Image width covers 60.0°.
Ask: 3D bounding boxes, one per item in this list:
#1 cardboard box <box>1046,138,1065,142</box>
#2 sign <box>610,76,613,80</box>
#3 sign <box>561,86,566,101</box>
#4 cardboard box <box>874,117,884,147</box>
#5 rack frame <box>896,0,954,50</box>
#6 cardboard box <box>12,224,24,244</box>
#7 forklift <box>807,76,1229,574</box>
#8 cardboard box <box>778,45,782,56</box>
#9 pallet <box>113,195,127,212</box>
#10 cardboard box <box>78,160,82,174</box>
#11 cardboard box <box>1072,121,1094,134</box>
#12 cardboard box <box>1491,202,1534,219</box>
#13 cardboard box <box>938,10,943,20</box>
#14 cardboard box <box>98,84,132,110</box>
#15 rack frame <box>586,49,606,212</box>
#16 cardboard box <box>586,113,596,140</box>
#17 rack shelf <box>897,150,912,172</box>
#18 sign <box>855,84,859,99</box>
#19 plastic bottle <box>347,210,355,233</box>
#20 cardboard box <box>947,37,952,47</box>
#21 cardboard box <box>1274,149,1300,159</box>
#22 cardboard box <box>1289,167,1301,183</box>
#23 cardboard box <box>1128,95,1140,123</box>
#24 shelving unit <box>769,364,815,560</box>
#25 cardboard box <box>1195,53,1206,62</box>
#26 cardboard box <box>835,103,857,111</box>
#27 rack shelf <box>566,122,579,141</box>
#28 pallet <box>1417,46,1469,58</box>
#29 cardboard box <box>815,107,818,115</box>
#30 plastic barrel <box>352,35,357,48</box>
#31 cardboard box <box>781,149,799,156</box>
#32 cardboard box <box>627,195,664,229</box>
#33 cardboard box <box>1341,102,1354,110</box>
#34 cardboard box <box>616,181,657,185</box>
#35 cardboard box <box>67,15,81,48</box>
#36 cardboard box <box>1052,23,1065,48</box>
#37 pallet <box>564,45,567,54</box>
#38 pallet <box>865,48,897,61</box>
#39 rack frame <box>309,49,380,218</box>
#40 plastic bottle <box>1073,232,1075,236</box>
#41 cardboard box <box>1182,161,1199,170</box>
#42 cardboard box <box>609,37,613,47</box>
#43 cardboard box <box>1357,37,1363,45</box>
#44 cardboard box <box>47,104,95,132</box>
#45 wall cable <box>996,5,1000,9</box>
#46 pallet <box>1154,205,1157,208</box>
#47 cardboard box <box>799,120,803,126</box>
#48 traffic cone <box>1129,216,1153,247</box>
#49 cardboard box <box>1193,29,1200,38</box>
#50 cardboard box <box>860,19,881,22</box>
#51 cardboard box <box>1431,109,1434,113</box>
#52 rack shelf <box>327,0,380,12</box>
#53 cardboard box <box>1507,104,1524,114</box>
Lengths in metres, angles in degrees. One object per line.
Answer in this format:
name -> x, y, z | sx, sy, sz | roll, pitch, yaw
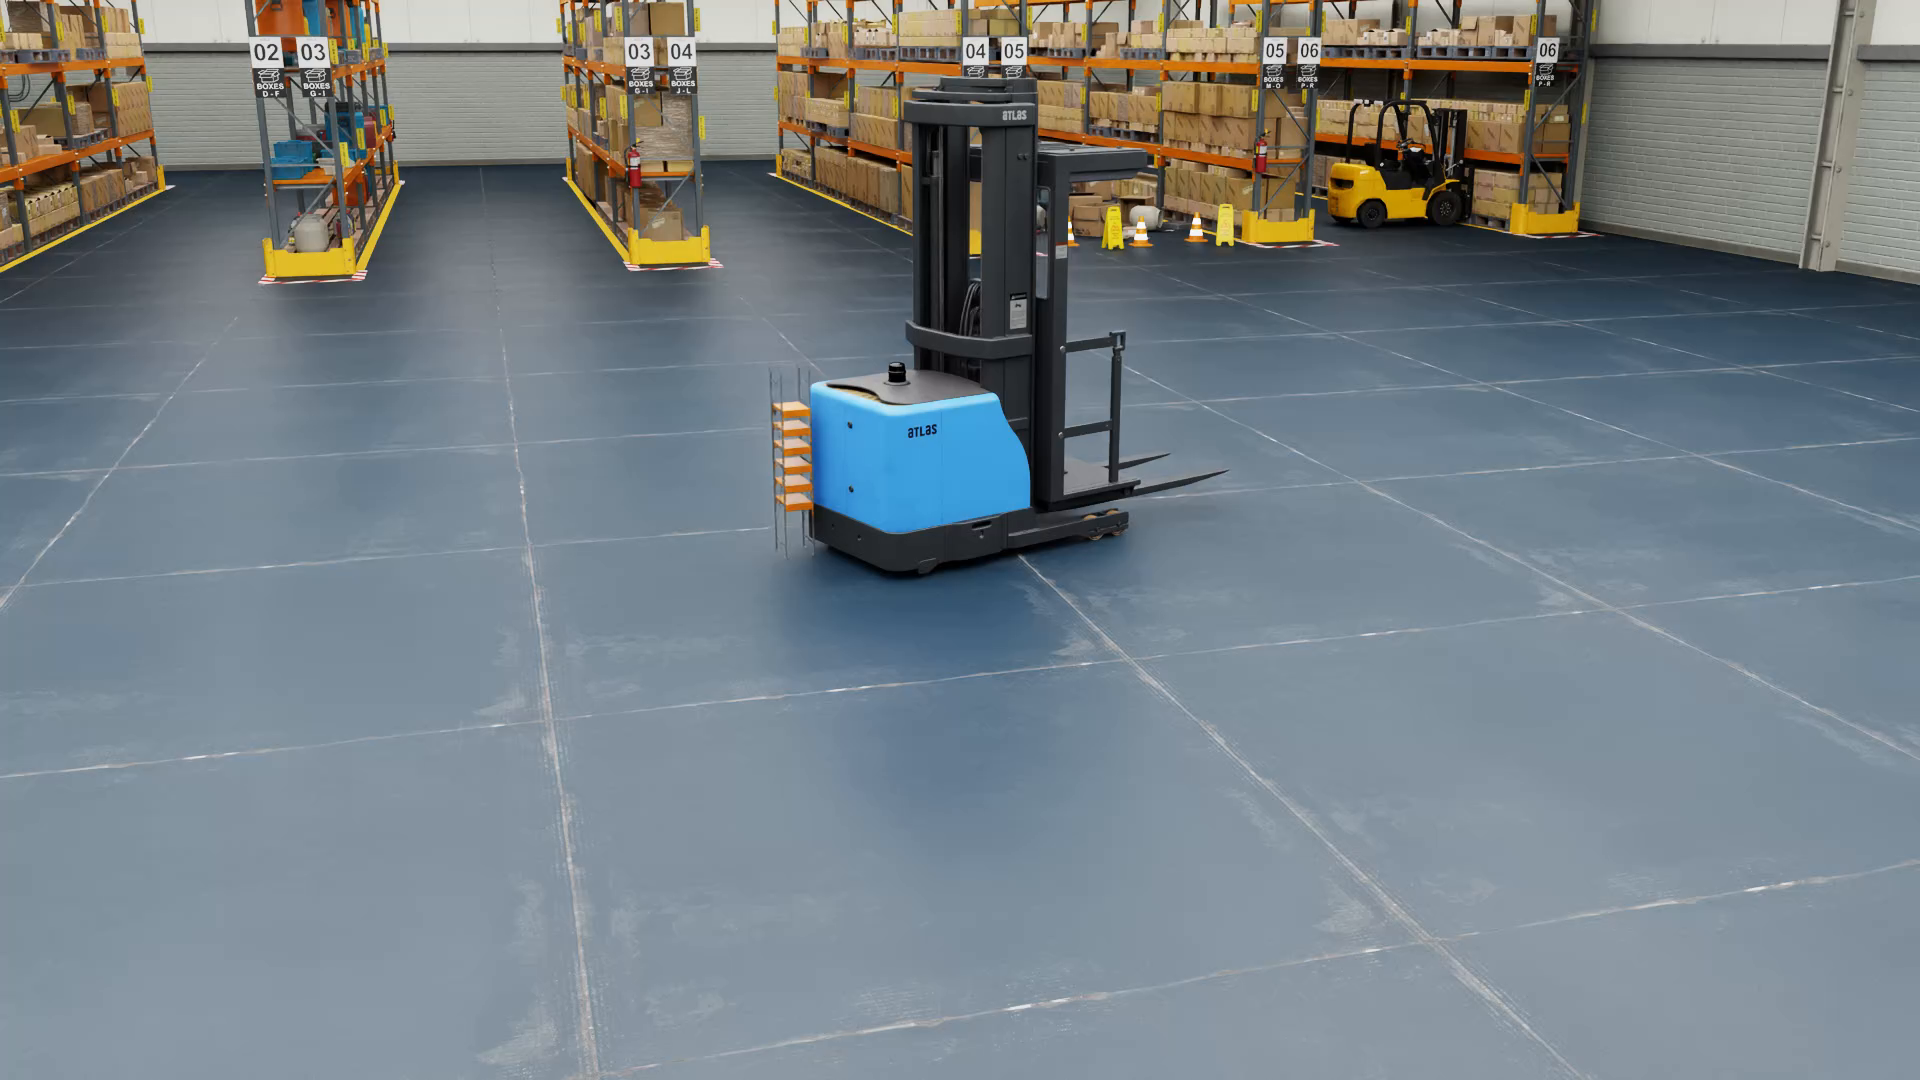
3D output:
cardboard box -> 2.443, -8.423, 36.743 | 0.875, 0.875, 0.875 | -4, 17, -14
sign -> -8.162, -10.684, 38.882 | 0.100, 0.325, 0.005 | -5, 17, -15
sign -> -9.223, -10.387, 38.676 | 0.100, 0.325, 0.005 | -5, 17, -15
cardboard box -> -1.271, -7.473, 30.441 | 0.500, 0.500, 0.500 | -5, 17, -15
rack frame -> -0.593, -9.895, 28.252 | 1.000, 3.000, 0.127 | -5, 17, -15
cardboard box -> -14.578, -4.649, 25.264 | 0.500, 0.250, 0.500 | -5, 17, -15
forklift -> 0.506, -1.511, 10.888 | 3.031, 2.935, 1.130 | -12, 20, -35
cardboard box -> -4.013, -11.562, 39.275 | 0.500, 0.250, 0.500 | -4, 17, -13
pallet -> -16.854, -6.531, 32.328 | 1.003, 0.211, 1.213 | -5, 17, -15
cardboard box -> -16.941, -7.032, 31.424 | 0.500, 0.250, 0.500 | -5, 17, -15
cardboard box -> 2.651, -8.595, 34.613 | 0.500, 0.250, 0.500 | -5, 18, -17
cardboard box -> 9.577, -5.718, 28.822 | 0.500, 0.250, 0.500 | -5, 17, -15
cardboard box -> -0.123, -8.141, 25.772 | 0.380, 0.149, 0.250 | -4, 17, -14
cardboard box -> -17.256, -9.053, 33.964 | 0.500, 0.500, 0.500 | -5, 17, -17
rack frame -> -6.489, -7.764, 31.586 | 1.000, 3.000, 0.127 | -5, 17, -15
cardboard box -> -6.994, -8.067, 32.422 | 0.500, 0.500, 0.500 | -5, 17, -16
rack shelf -> -0.043, -6.124, 27.377 | 1.077, 0.370, 4.000 | -5, 17, -15
sign -> -2.259, -9.834, 36.465 | 0.100, 0.325, 0.005 | -5, 17, -15
plastic bottle -> -9.698, -5.053, 26.400 | 0.144, 0.351, 0.185 | -5, 17, -17
cardboard box -> 0.021, -7.616, 25.411 | 0.380, 0.149, 0.250 | -5, 17, -15
cardboard box -> 5.344, -6.325, 27.231 | 0.380, 0.149, 0.250 | -5, 17, -15
cardboard box -> 7.488, -8.045, 36.136 | 0.500, 0.500, 0.500 | -4, 17, -14
cardboard box -> 3.518, -8.223, 31.691 | 0.500, 0.500, 0.500 | -4, 17, -13
shelving unit -> -1.058, -0.491, 10.502 | 0.189, 1.200, 0.258 | -7, 18, -22
cardboard box -> 4.259, -8.288, 28.554 | 0.380, 0.149, 0.250 | -5, 17, -16
cardboard box -> -2.268, -8.594, 33.019 | 0.380, 0.149, 0.250 | -5, 18, -17
rack shelf -> -8.138, -9.079, 37.215 | 1.077, 0.370, 4.000 | -5, 17, -15
pallet -> 9.170, -8.995, 30.623 | 1.003, 0.211, 1.213 | -5, 17, -15
cardboard box -> -2.833, -9.024, 34.968 | 0.380, 0.149, 0.250 | -4, 17, -13
plastic barrel -> -11.321, -9.247, 30.849 | 0.294, 0.245, 0.294 | 0, 17, 0
cardboard box -> -4.073, -9.290, 39.857 | 0.380, 0.149, 0.250 | -6, 18, -18
cardboard box -> -5.153, -5.390, 27.298 | 0.500, 0.500, 0.500 | 1, 17, 2
cardboard box -> 7.980, -8.832, 33.840 | 0.380, 0.149, 0.250 | -4, 17, -14
cardboard box -> -5.805, -6.131, 29.729 | 0.700, 0.500, 0.500 | -6, 18, -20
cardboard box -> -16.841, -9.494, 31.052 | 0.600, 0.600, 0.600 | -5, 17, -16
cardboard box -> 2.276, -10.698, 35.235 | 0.500, 0.500, 0.500 | -5, 17, -15
pallet -> -8.473, -11.167, 37.854 | 1.003, 0.211, 1.213 | -5, 17, -15
pallet -> -1.154, -8.992, 30.786 | 1.003, 0.211, 1.213 | -4, 17, -13
rack frame -> -11.251, -7.373, 30.282 | 1.000, 3.000, 0.127 | -5, 17, -15
plastic bottle -> 1.792, -5.163, 28.033 | 0.133, 0.061, 0.283 | -12, 20, -34
cardboard box -> 4.161, -6.630, 29.427 | 0.380, 0.149, 0.250 | -4, 17, -13
cardboard box -> -5.306, -7.809, 26.090 | 0.380, 0.149, 0.250 | -5, 17, -16
cardboard box -> 8.104, -9.894, 32.994 | 0.380, 0.149, 0.250 | -5, 17, -16
cardboard box -> -16.569, -7.854, 30.980 | 0.700, 0.500, 0.500 | -10, 19, -29
wall cable -> 2.420, -15.471, 46.751 | 2.988, 3.039, 0.133 | -5, 17, -15
pallet -> 3.923, -6.321, 31.629 | 1.003, 0.211, 1.213 | -5, 17, -15
cardboard box -> -3.437, -9.462, 37.676 | 0.380, 0.149, 0.250 | -5, 18, -18
traffic cone -> 2.906, -4.955, 26.644 | 0.336, 0.463, 0.334 | -5, 17, -15
cardboard box -> 4.238, -8.744, 28.684 | 0.380, 0.149, 0.250 | -5, 18, -17
cardboard box -> -1.788, -10.323, 33.387 | 0.396, 0.266, 0.258 | -5, 17, -15
cardboard box -> 8.913, -7.869, 30.633 | 0.380, 0.149, 0.250 | -4, 17, -14
rack shelf -> -12.900, -11.369, 35.106 | 1.077, 0.370, 4.000 | -5, 17, -15
cardboard box -> 9.611, -7.378, 28.480 | 0.380, 0.149, 0.250 | -5, 17, -15
